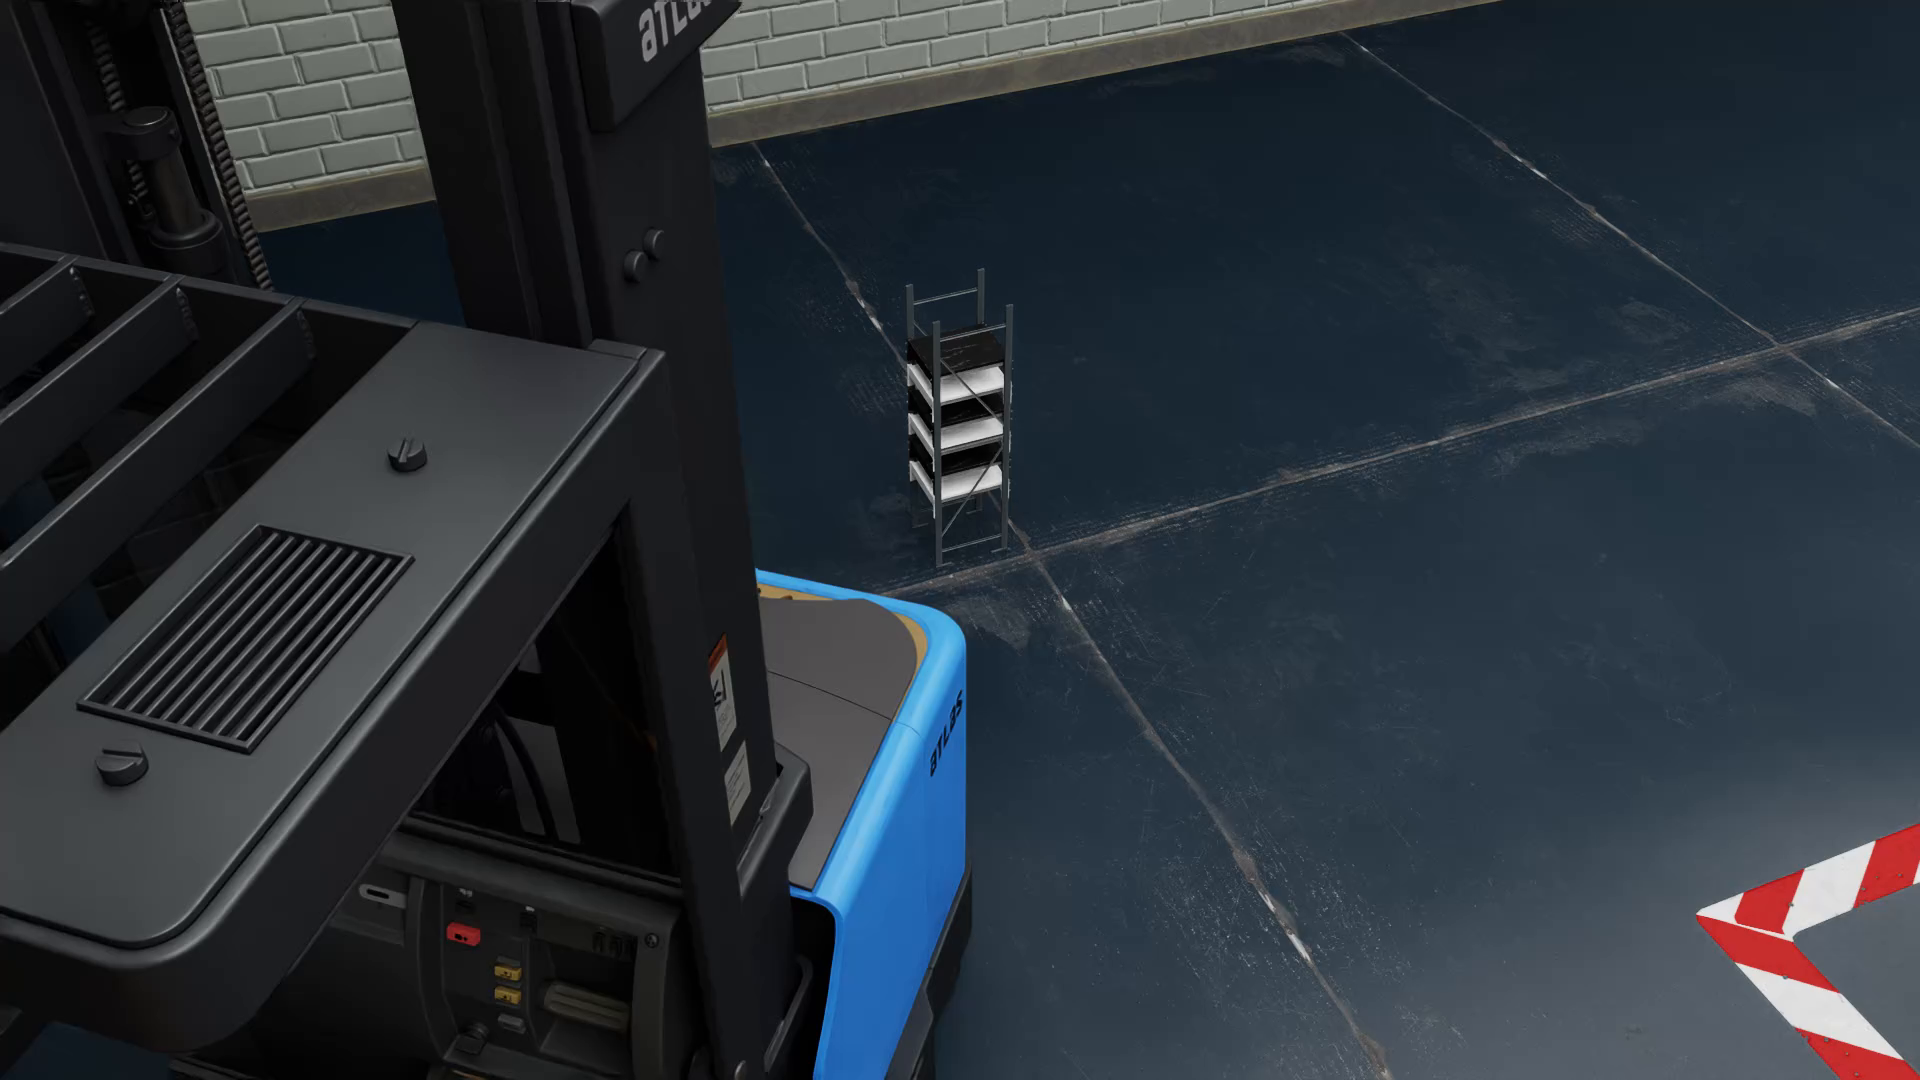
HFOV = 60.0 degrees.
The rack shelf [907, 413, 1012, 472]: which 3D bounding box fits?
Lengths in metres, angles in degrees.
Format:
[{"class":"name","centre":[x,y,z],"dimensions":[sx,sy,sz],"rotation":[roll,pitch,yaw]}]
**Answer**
[{"class":"rack shelf","centre":[-0.003,-0.321,4.984],"dimensions":[0.258,0.077,0.200],"rotation":[-15,43,-17]}]

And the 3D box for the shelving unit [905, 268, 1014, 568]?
[{"class":"shelving unit","centre":[-0.003,-0.346,4.962],"dimensions":[0.258,0.900,0.210],"rotation":[-15,43,-17]}]

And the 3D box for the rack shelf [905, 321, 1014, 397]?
[{"class":"rack shelf","centre":[-0.003,-0.526,4.808],"dimensions":[0.258,0.077,0.200],"rotation":[-15,43,-17]}]

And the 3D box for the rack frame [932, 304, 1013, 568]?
[{"class":"rack frame","centre":[0.036,-0.285,4.891],"dimensions":[0.240,0.900,0.006],"rotation":[-15,43,-17]}]

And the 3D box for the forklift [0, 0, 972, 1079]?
[{"class":"forklift","centre":[-0.900,0.675,2.217],"dimensions":[1.130,2.935,3.031],"rotation":[12,42,13]}]

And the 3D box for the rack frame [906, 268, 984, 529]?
[{"class":"rack frame","centre":[-0.042,-0.407,5.034],"dimensions":[0.240,0.900,0.006],"rotation":[-15,43,-17]}]

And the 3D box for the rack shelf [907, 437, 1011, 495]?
[{"class":"rack shelf","centre":[-0.003,-0.253,5.043],"dimensions":[0.258,0.077,0.200],"rotation":[-15,43,-17]}]

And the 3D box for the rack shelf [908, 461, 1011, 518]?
[{"class":"rack shelf","centre":[-0.003,-0.184,5.101],"dimensions":[0.258,0.077,0.200],"rotation":[-15,43,-17]}]

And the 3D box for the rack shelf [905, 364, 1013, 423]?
[{"class":"rack shelf","centre":[-0.003,-0.457,4.867],"dimensions":[0.258,0.077,0.200],"rotation":[-15,43,-17]}]

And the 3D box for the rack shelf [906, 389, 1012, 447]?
[{"class":"rack shelf","centre":[-0.003,-0.389,4.925],"dimensions":[0.258,0.077,0.200],"rotation":[-15,43,-17]}]
